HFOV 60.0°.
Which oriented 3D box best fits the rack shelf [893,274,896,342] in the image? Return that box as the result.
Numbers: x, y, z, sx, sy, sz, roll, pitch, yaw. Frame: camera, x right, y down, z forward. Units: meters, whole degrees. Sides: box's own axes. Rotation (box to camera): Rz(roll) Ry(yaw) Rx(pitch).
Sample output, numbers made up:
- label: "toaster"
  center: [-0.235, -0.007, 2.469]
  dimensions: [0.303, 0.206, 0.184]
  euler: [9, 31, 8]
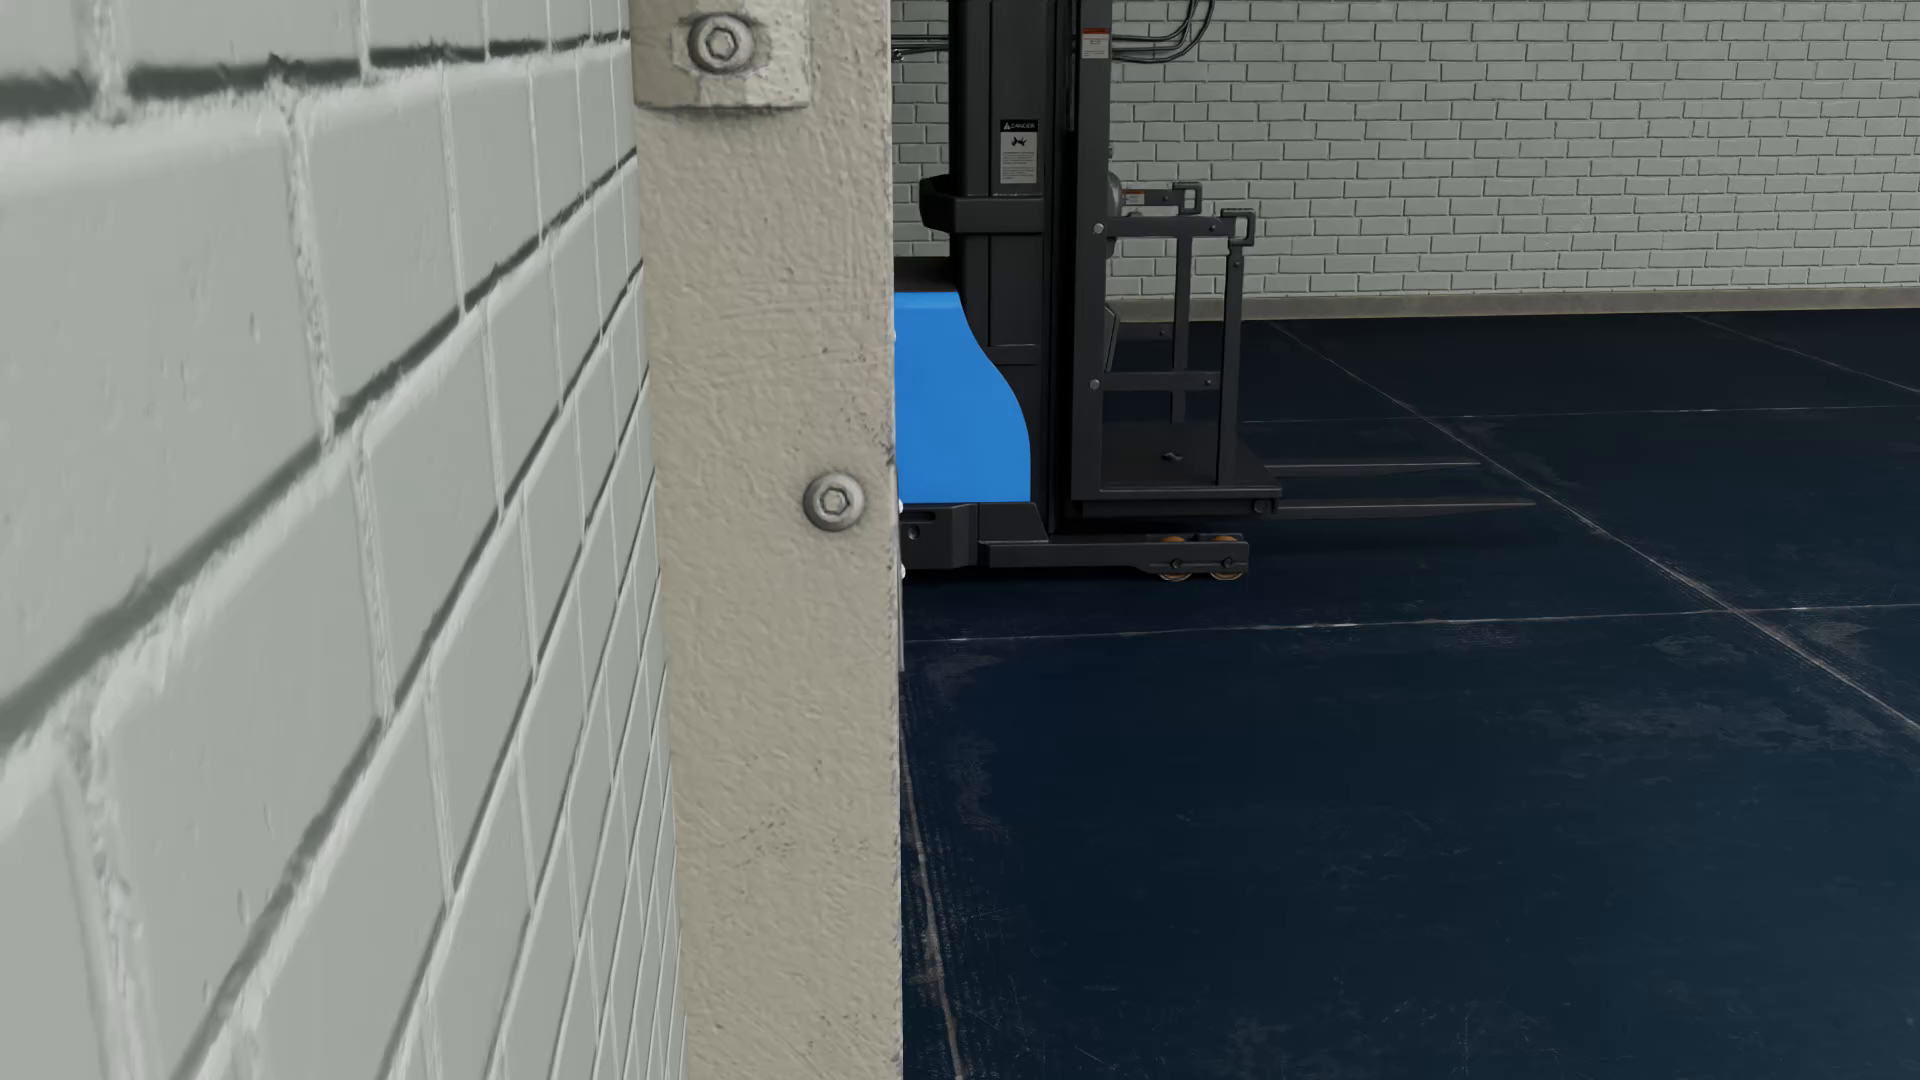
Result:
- label: "rack shelf"
  center: [-0.430, -0.623, 5.131]
  dimensions: [0.431, 0.518, 0.480]
  euler: [-2, -5, -6]

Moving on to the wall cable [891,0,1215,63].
- label: "wall cable"
  center: [0.138, -4.271, 10.442]
  dimensions: [3.097, 2.526, 0.112]
  euler: [-2, 18, -6]

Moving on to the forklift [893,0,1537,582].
- label: "forklift"
  center: [0.684, -1.401, 6.245]
  dimensions: [3.031, 2.935, 1.130]
  euler: [-1, 17, -3]

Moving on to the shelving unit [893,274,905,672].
- label: "shelving unit"
  center: [-0.431, -0.637, 5.133]
  dimensions: [0.431, 2.100, 0.503]
  euler: [-2, -5, -6]

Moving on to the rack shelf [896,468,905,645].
- label: "rack shelf"
  center: [-0.401, 0.074, 5.075]
  dimensions: [0.431, 0.518, 0.480]
  euler: [-2, -5, -6]

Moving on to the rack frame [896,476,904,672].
- label: "rack frame"
  center: [-0.405, -0.657, 4.891]
  dimensions: [0.400, 2.100, 0.015]
  euler: [-2, -5, -6]
